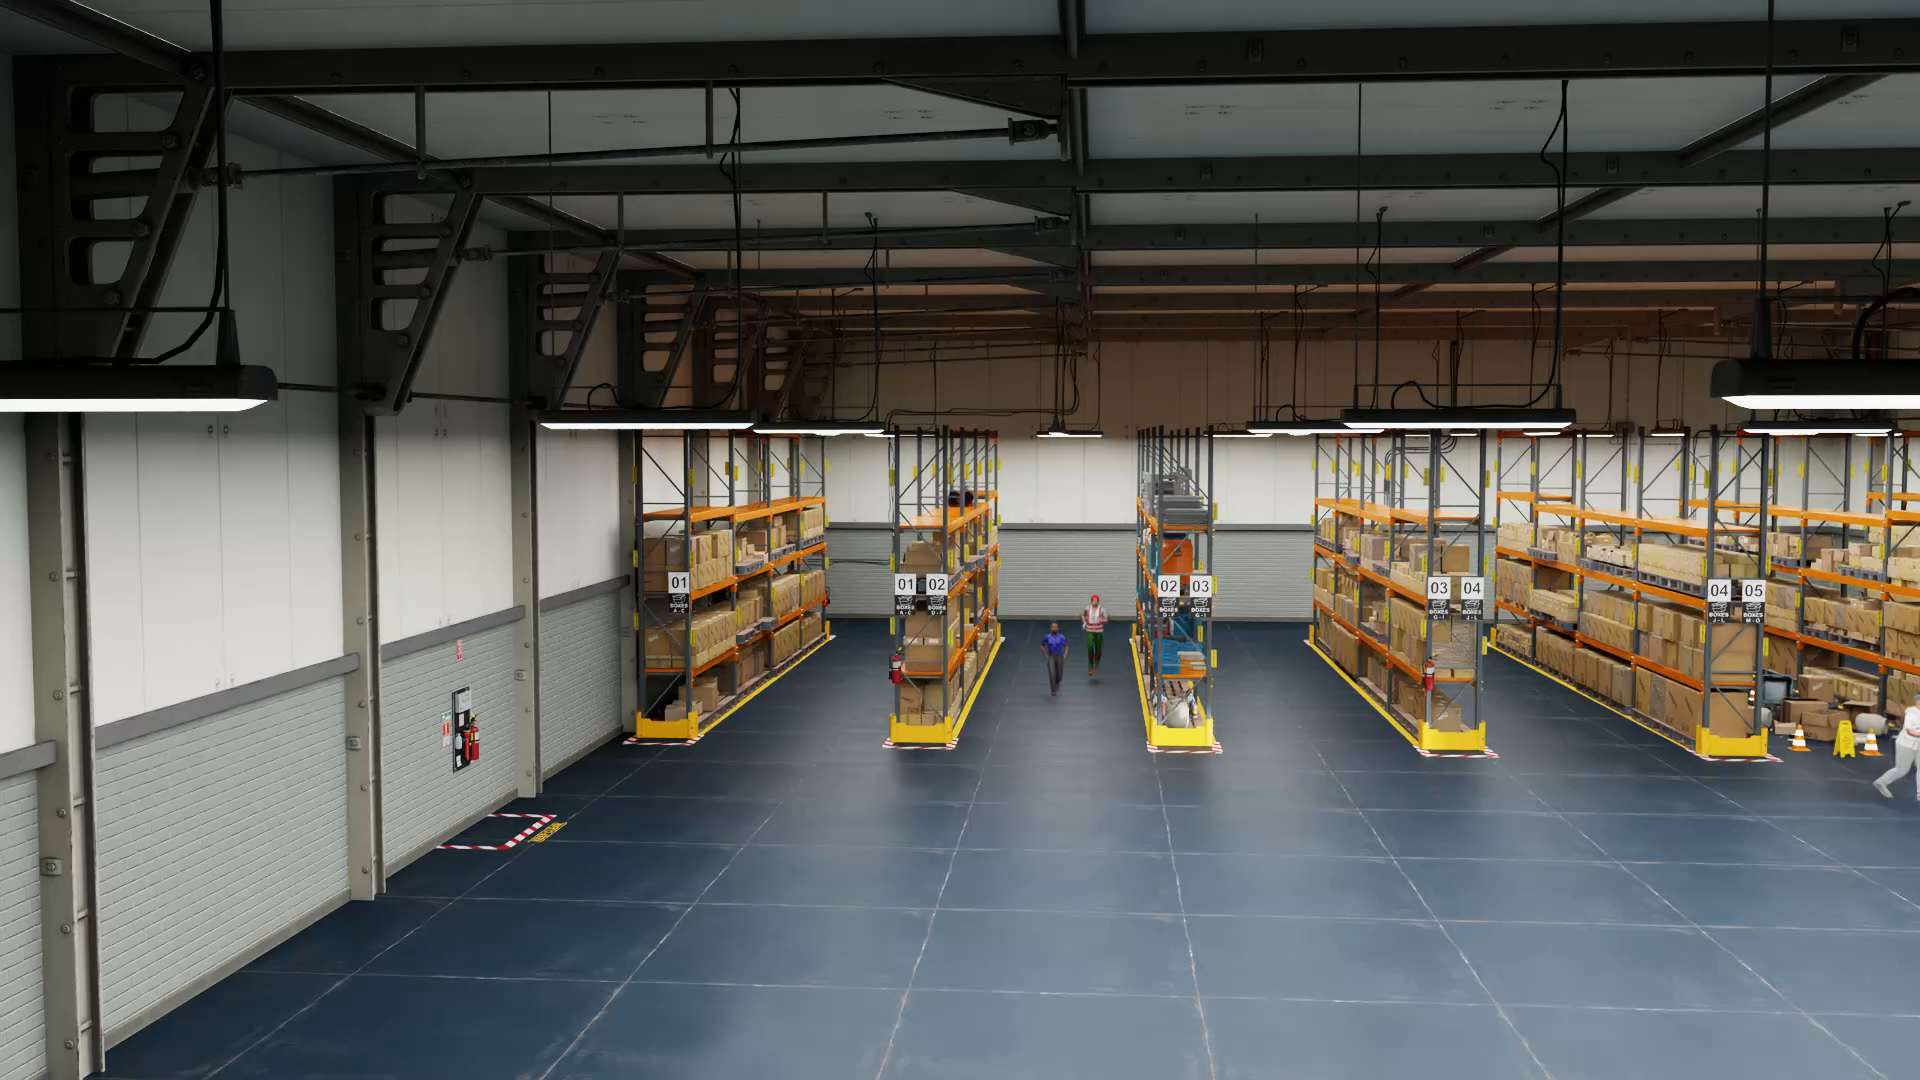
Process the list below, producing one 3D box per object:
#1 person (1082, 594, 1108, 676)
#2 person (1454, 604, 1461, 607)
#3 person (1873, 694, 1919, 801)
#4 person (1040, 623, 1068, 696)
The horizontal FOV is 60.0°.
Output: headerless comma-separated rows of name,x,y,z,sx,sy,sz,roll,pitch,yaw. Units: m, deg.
person,3.181,2.234,39.339,0.630,1.890,0.723,0,3,8
person,13.467,2.249,44.618,0.625,1.706,0.713,1,3,9
person,14.937,3.299,26.205,0.677,1.833,0.952,-3,5,-41
person,2.088,2.632,36.833,0.619,1.593,0.638,0,3,-2
